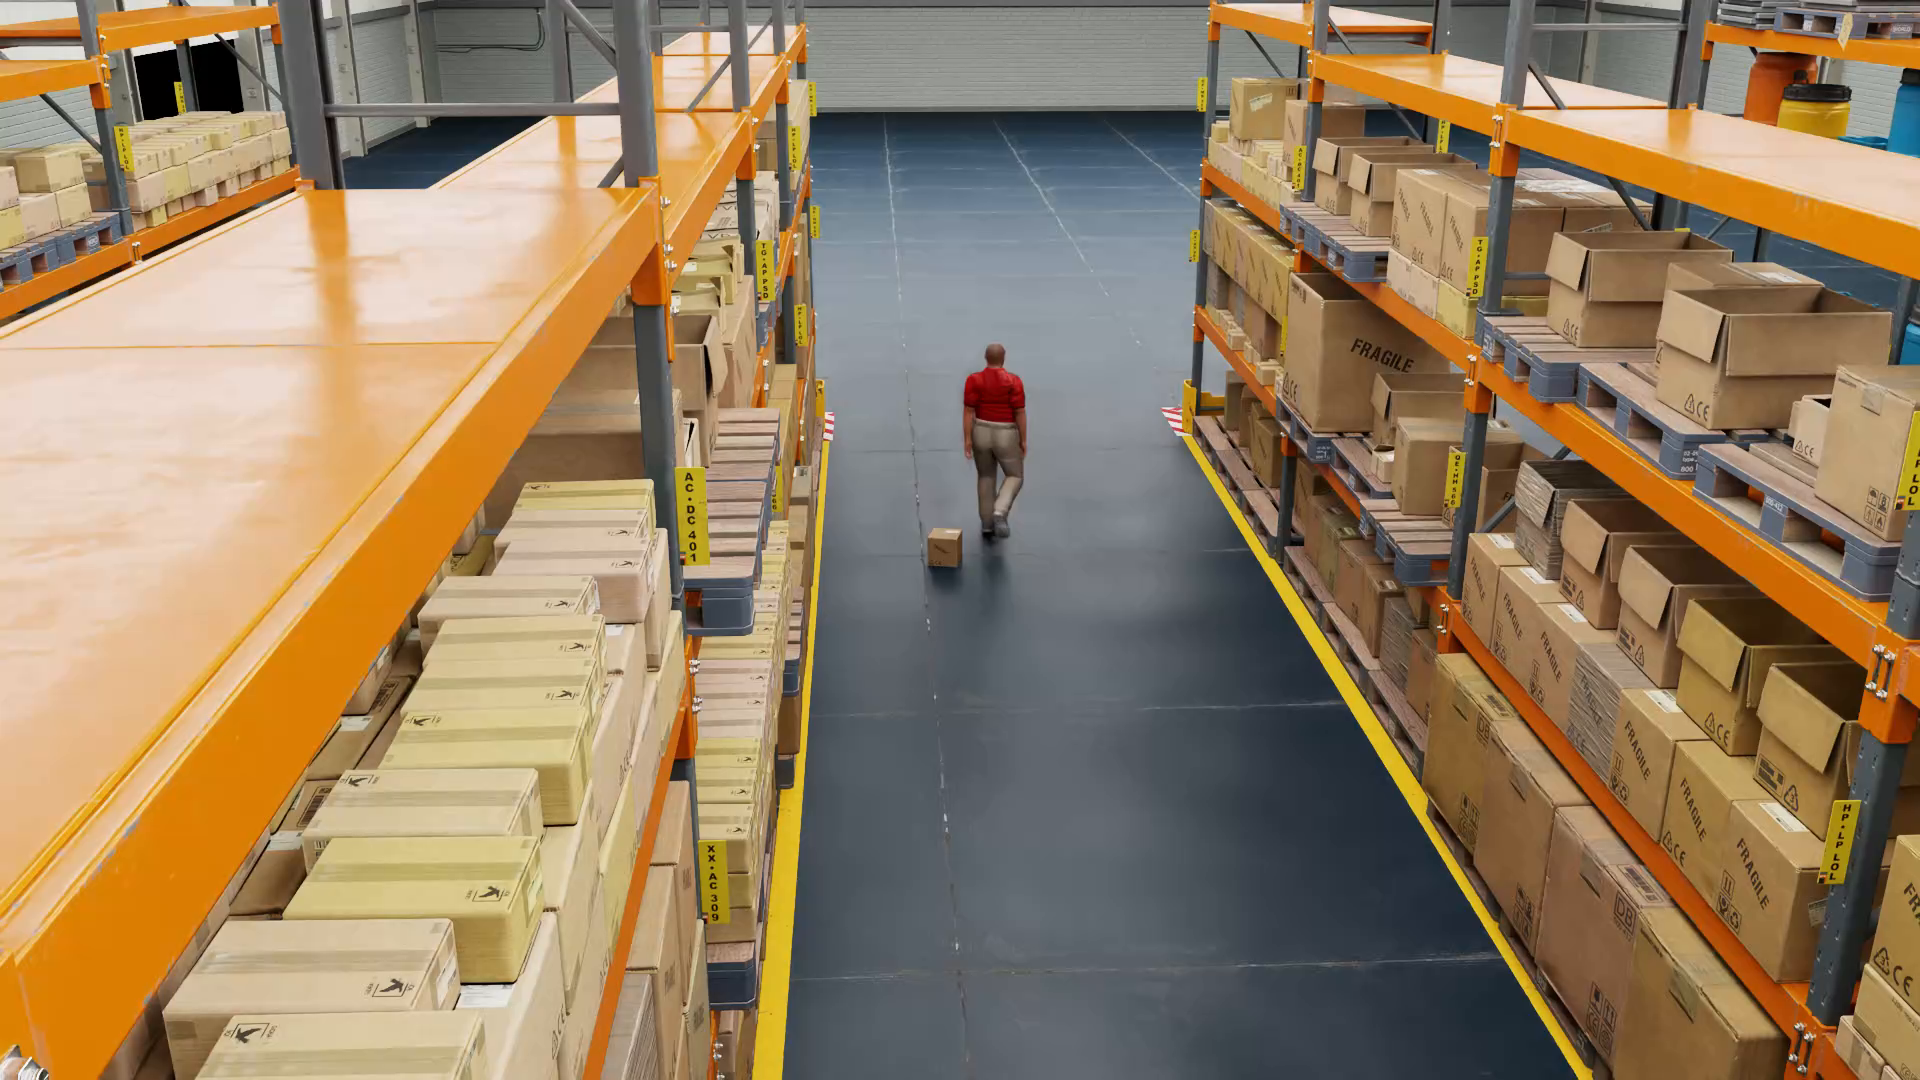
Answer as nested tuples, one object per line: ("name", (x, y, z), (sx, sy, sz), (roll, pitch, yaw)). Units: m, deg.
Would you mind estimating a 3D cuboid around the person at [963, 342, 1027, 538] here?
("person", (0.298, -0.850, 14.203), (0.547, 1.709, 0.661), (5, 21, 14))
